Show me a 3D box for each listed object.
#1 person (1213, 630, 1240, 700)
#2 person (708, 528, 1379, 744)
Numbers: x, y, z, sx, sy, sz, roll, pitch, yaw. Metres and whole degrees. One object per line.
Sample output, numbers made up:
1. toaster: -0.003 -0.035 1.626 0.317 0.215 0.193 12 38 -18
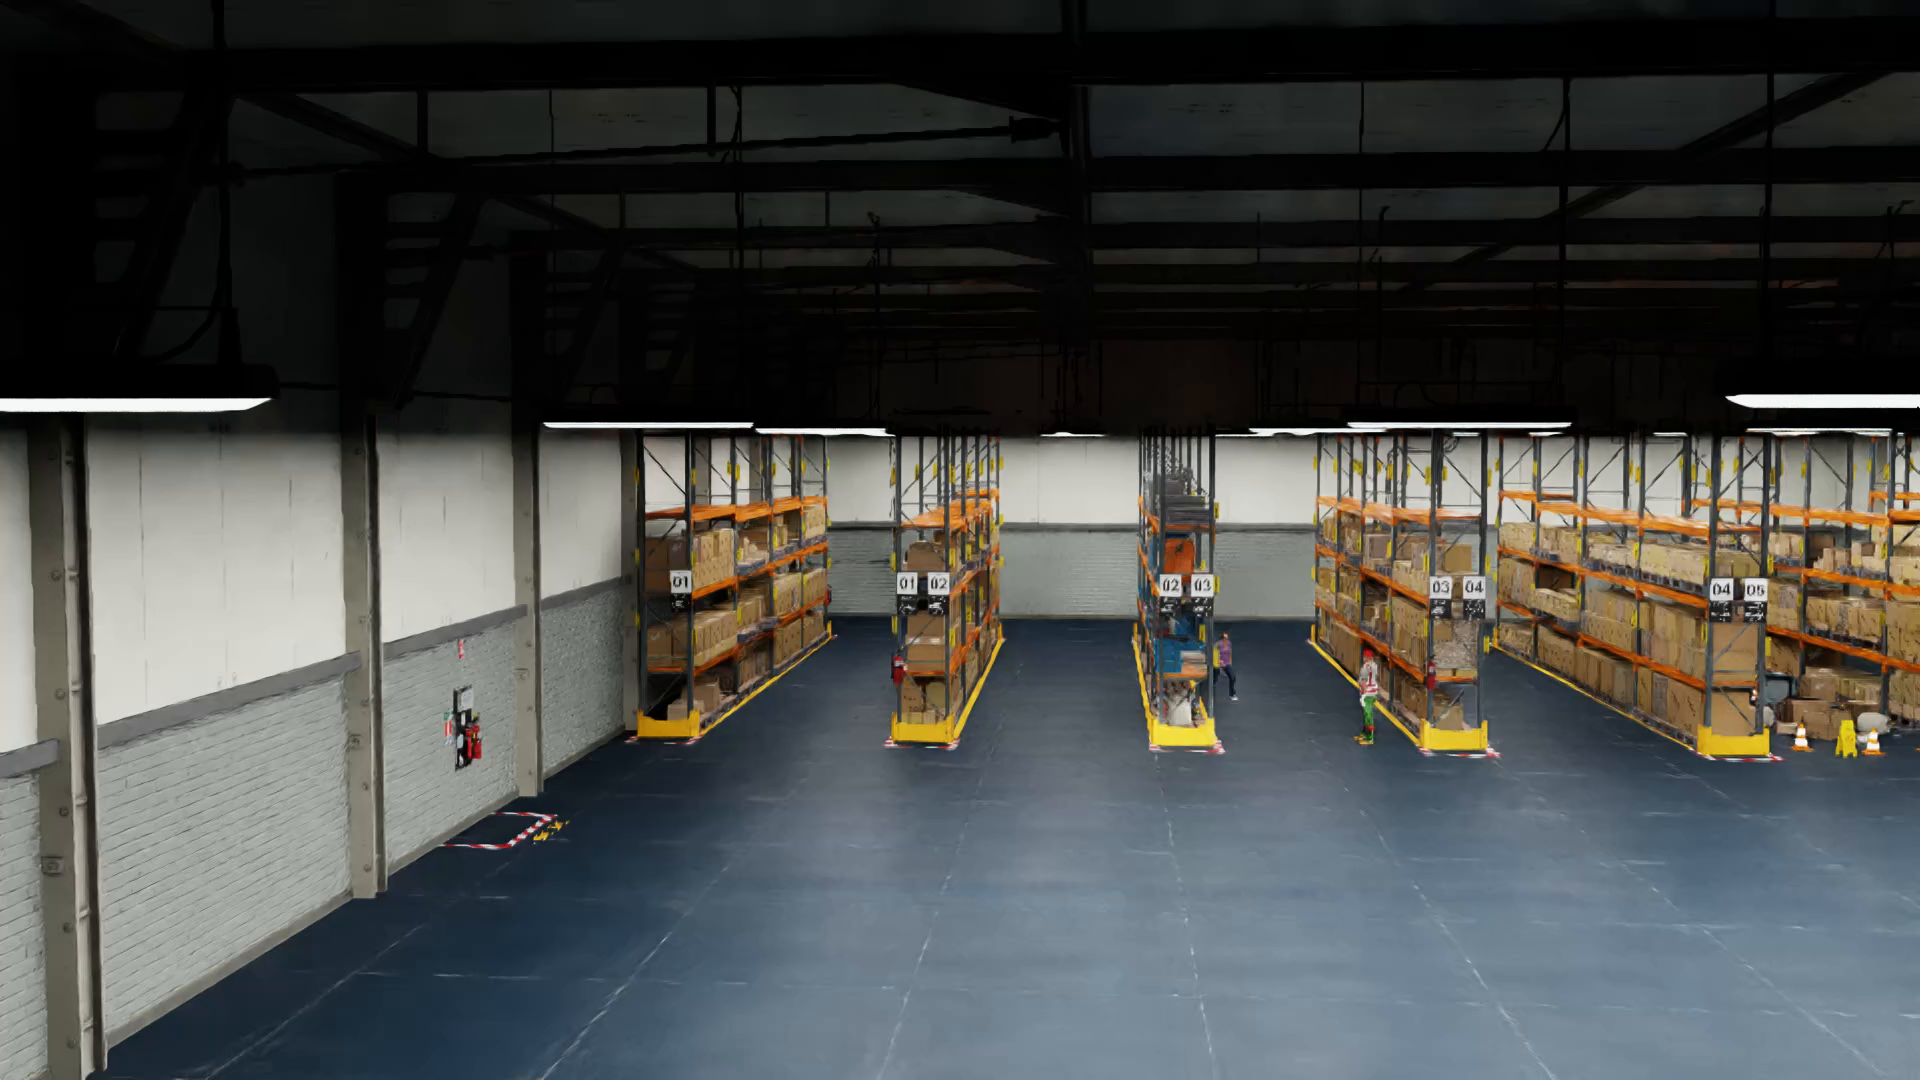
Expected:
1. person: 5.764 2.733 36.493 0.569 1.517 0.774 -1 4 -14
2. person: 1.202 1.785 33.306 13.394 3.787 4.541 2 4 35
